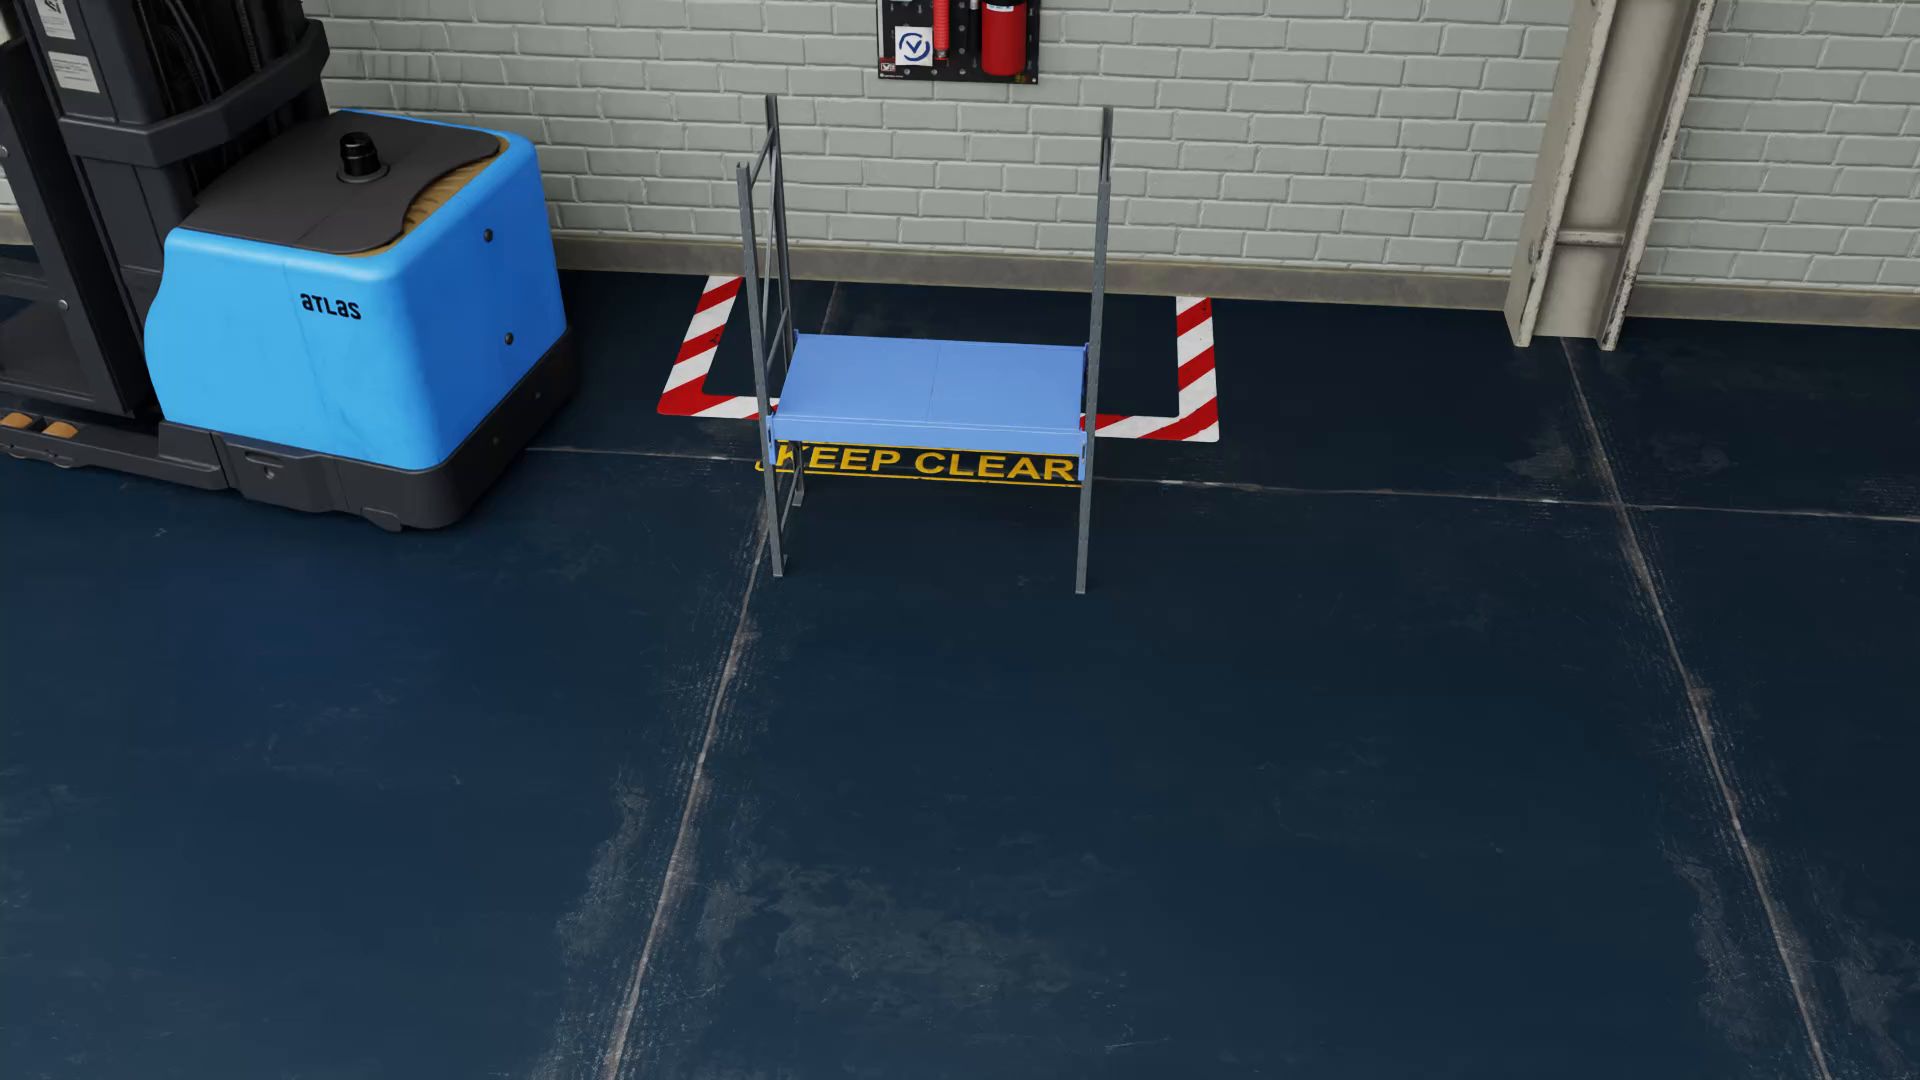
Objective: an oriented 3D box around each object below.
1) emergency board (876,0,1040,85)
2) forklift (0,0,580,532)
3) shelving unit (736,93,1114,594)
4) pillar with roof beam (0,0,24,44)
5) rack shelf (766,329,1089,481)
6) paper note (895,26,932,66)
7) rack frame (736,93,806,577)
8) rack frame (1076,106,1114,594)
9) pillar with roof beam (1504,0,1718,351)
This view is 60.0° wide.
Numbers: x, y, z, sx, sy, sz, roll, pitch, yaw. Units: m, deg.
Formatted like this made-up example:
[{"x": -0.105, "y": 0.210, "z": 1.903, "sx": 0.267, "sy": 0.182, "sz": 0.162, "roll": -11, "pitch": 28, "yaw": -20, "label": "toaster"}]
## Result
[{"x": -0.008, "y": -2.191, "z": 6.066, "sx": 0.643, "sy": 1.169, "sz": 0.194, "roll": 3, "pitch": 39, "yaw": 4, "label": "emergency board"}, {"x": -3.033, "y": -1.704, "z": 5.522, "sx": 3.031, "sy": 2.935, "sz": 1.130, "roll": 11, "pitch": 40, "yaw": 13, "label": "forklift"}, {"x": -0.085, "y": -0.586, "z": 5.282, "sx": 1.048, "sy": 1.500, "sz": 0.538, "roll": 3, "pitch": 39, "yaw": 4, "label": "shelving unit"}, {"x": -3.898, "y": -1.979, "z": 1.052, "sx": 0.400, "sy": 9.000, "sz": 9.100, "roll": 3, "pitch": 39, "yaw": 4, "label": "pillar with roof beam"}, {"x": -0.085, "y": -0.447, "z": 5.396, "sx": 1.000, "sy": 0.185, "sz": 0.538, "roll": 3, "pitch": 39, "yaw": 4, "label": "rack shelf"}, {"x": -0.178, "y": -1.903, "z": 6.409, "sx": 0.142, "sy": 0.148, "sz": 0.016, "roll": 3, "pitch": 39, "yaw": 4, "label": "paper note"}, {"x": -0.591, "y": -0.614, "z": 5.316, "sx": 0.032, "sy": 1.500, "sz": 0.500, "roll": 3, "pitch": 39, "yaw": 4, "label": "rack frame"}, {"x": 0.421, "y": -0.559, "z": 5.248, "sx": 0.032, "sy": 1.500, "sz": 0.500, "roll": 3, "pitch": 39, "yaw": 4, "label": "rack frame"}, {"x": 2.080, "y": -1.652, "z": 0.651, "sx": 0.400, "sy": 9.000, "sz": 9.100, "roll": 3, "pitch": 39, "yaw": 4, "label": "pillar with roof beam"}]
